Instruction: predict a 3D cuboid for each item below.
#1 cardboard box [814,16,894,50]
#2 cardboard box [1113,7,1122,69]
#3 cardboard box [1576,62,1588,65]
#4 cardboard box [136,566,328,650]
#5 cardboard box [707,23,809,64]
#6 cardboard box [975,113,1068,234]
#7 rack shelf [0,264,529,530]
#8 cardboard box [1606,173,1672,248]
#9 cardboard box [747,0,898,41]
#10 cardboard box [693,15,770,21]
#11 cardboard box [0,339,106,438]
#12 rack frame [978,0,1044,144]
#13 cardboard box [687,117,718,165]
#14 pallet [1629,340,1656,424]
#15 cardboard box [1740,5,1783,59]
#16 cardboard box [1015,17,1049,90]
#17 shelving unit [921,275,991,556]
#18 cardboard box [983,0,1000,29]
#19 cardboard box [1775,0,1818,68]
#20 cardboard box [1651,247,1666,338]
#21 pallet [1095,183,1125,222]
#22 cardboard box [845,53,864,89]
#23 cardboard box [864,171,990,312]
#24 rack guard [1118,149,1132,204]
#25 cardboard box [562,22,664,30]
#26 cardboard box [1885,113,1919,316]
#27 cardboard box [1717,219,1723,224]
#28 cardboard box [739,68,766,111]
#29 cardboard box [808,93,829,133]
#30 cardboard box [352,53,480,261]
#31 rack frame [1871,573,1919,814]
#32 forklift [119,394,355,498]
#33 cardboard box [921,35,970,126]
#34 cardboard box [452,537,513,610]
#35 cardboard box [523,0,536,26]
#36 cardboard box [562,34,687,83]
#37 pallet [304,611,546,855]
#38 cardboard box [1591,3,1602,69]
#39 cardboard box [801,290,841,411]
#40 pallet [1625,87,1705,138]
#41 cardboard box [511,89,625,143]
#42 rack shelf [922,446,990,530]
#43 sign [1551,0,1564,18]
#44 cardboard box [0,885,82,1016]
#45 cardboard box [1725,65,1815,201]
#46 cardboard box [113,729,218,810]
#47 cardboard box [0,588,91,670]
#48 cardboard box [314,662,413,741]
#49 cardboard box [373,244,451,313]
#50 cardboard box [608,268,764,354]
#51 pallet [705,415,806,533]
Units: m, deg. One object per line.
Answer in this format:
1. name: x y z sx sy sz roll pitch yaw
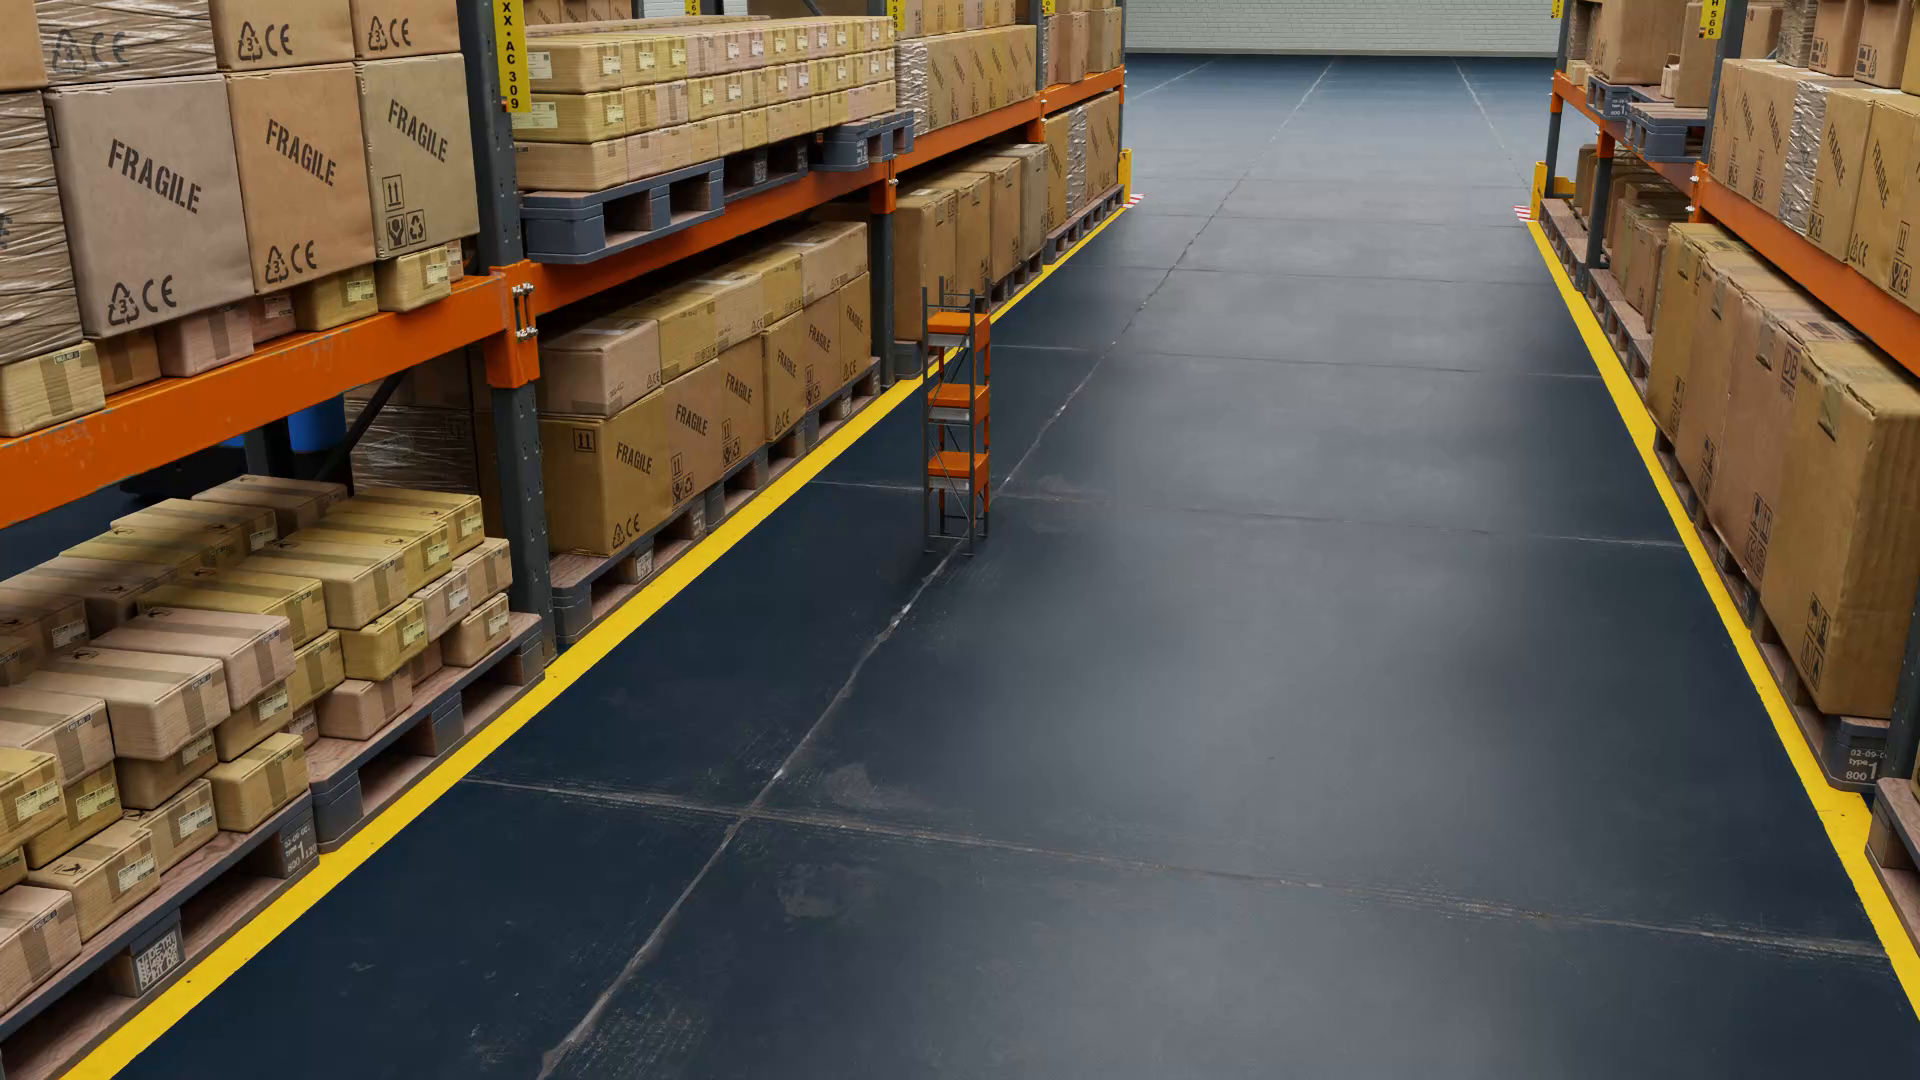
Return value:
1. cardboard box: -0.534 -2.470 8.096 0.380 0.149 0.250 4 19 11
2. cardboard box: 1.049 -4.757 15.741 0.875 0.550 0.550 5 19 13
3. cardboard box: 5.316 -3.881 13.798 0.380 0.149 0.250 5 19 13
4. cardboard box: -1.888 0.194 4.321 0.380 0.149 0.250 5 20 15
5. cardboard box: -0.852 -2.065 6.910 0.380 0.149 0.250 6 20 16
6. cardboard box: 0.340 -2.937 13.282 0.875 0.875 0.875 5 19 14
7. rack shelf: -2.325 -0.077 3.386 1.077 0.370 4.000 5 19 13
8. cardboard box: 5.172 -2.447 12.427 0.500 0.500 0.500 12 22 31
9. cardboard box: -0.740 -2.959 9.007 0.700 0.500 0.500 5 19 13
10. cardboard box: -1.161 -2.529 8.268 0.380 0.149 0.250 5 19 13
11. cardboard box: -1.991 -0.322 3.378 0.380 0.149 0.250 5 19 14
12. rack frame: 0.118 -3.552 12.446 1.000 3.000 0.127 5 19 13
13. cardboard box: -1.105 -1.455 6.047 0.380 0.149 0.250 5 19 14
14. pallet: 4.118 -0.800 8.703 1.003 0.211 1.213 5 19 13
15. cardboard box: 4.019 -2.293 7.956 0.500 0.500 0.500 2 19 7
16. cardboard box: 0.197 -3.739 12.763 0.875 0.550 0.550 5 19 13
17. shelving unit: -0.013 -0.480 6.469 0.215 1.050 0.252 5 19 13
18. cardboard box: -0.121 -3.755 11.338 0.700 0.500 0.500 4 19 12
19. cardboard box: 3.732 -2.169 6.690 0.797 0.503 0.637 5 20 15
20. cardboard box: 4.193 -1.286 9.000 0.700 0.500 0.500 3 19 9
21. pallet: 0.976 -3.229 15.815 1.003 0.211 1.213 5 19 13
22. cardboard box: -0.663 -2.161 7.654 0.380 0.149 0.250 5 20 15
23. cardboard box: -0.413 -1.890 10.412 1.050 0.750 0.750 5 19 14
24. rack guard: 1.101 -3.630 16.542 1.175 0.500 0.348 5 19 13
25. cardboard box: -1.479 -2.118 7.066 0.380 0.149 0.250 5 20 15
26. cardboard box: 2.798 -0.836 4.341 0.500 0.500 0.500 5 19 14
27. cardboard box: 4.061 -1.467 8.369 0.500 0.250 0.500 5 20 16
28. cardboard box: -0.978 -1.764 6.490 0.380 0.149 0.250 4 19 12
29. cardboard box: -0.787 -1.866 7.250 0.380 0.149 0.250 4 19 11
30. cardboard box: -1.681 -1.059 4.531 0.500 0.500 0.500 5 19 13
31. rack frame: 2.949 -0.621 3.865 1.000 3.000 0.127 5 19 13
32. forklift: -2.733 -1.957 7.883 1.130 2.935 3.031 5 19 14
33. cardboard box: -0.242 -2.782 10.038 0.500 0.500 0.500 5 19 13
34. cardboard box: -1.605 0.089 5.087 0.380 0.149 0.250 5 20 14
35. cardboard box: -4.093 -4.531 14.696 0.500 0.500 0.500 4 19 13
36. cardboard box: -1.167 -1.661 5.728 0.380 0.149 0.250 5 19 14
37. pallet: -1.966 0.488 4.931 1.003 0.211 1.213 5 19 13
38. cardboard box: 5.254 -3.771 12.473 0.875 0.500 0.500 5 19 13
39. cardboard box: -0.897 -0.925 7.971 0.500 0.500 0.500 5 20 16
40. pallet: 4.370 -2.408 9.393 1.003 0.211 1.213 5 19 13
41. cardboard box: -1.294 -1.352 5.284 0.380 0.149 0.250 5 19 14
42. rack shelf: -0.013 -0.207 6.562 0.215 0.259 0.240 5 19 13
43. sign: 5.354 -4.835 14.862 0.100 0.325 0.005 5 19 13
44. cardboard box: -2.053 0.824 3.396 0.380 0.149 0.250 4 19 11
45. cardboard box: 3.420 -1.629 6.663 0.500 0.500 0.500 4 19 12
46. cardboard box: -1.992 0.495 3.899 0.380 0.149 0.250 4 19 11
47. cardboard box: -2.443 0.238 4.191 0.380 0.149 0.250 5 20 15
48. cardboard box: -1.748 0.419 4.582 0.380 0.149 0.250 4 19 12
49. cardboard box: -1.636 -0.728 4.567 0.380 0.149 0.250 4 19 12
50. cardboard box: -1.143 -0.952 6.893 0.500 0.250 0.500 5 20 15
51. pallet: -1.351 -0.353 7.393 1.003 0.211 1.213 5 19 13
